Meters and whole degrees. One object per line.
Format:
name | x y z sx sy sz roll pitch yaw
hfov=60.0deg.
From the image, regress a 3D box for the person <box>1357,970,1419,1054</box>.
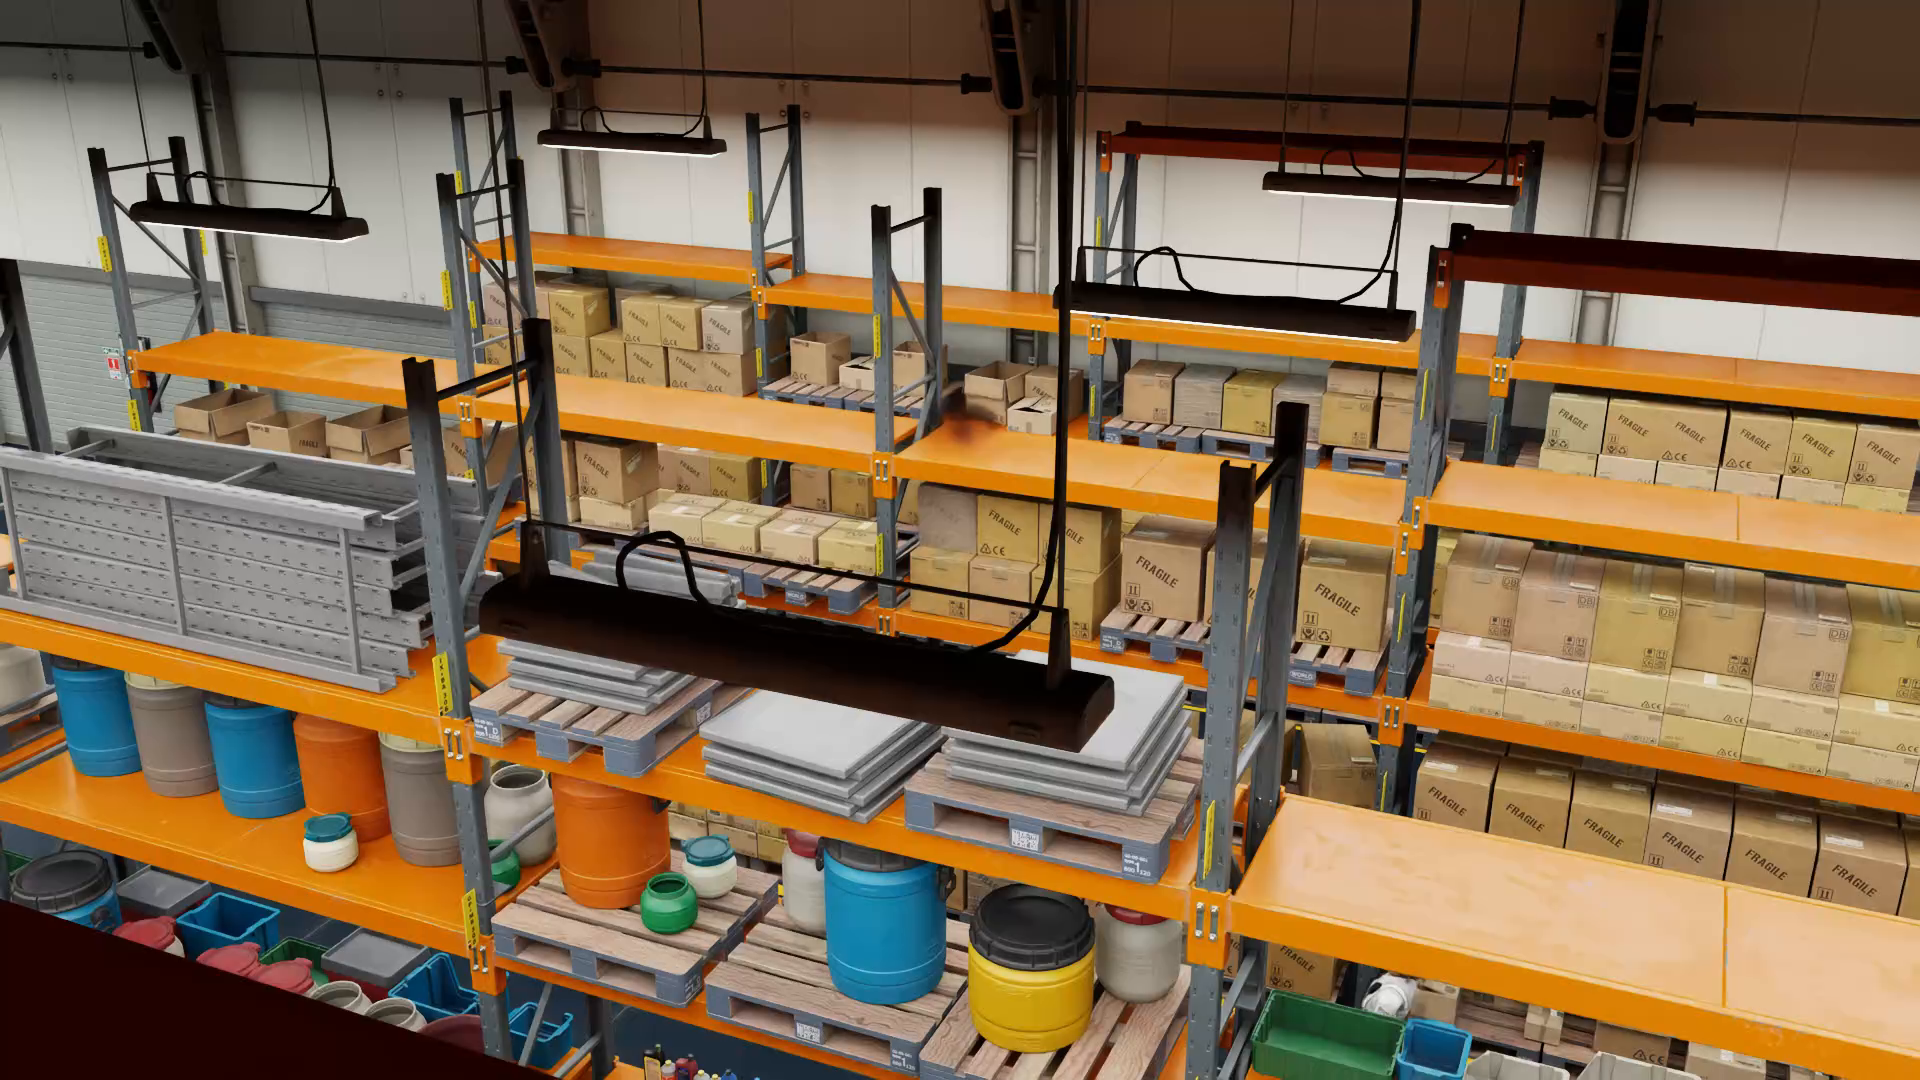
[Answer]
person | 2.889 3.400 11.281 0.931 1.636 0.453 6 21 17
